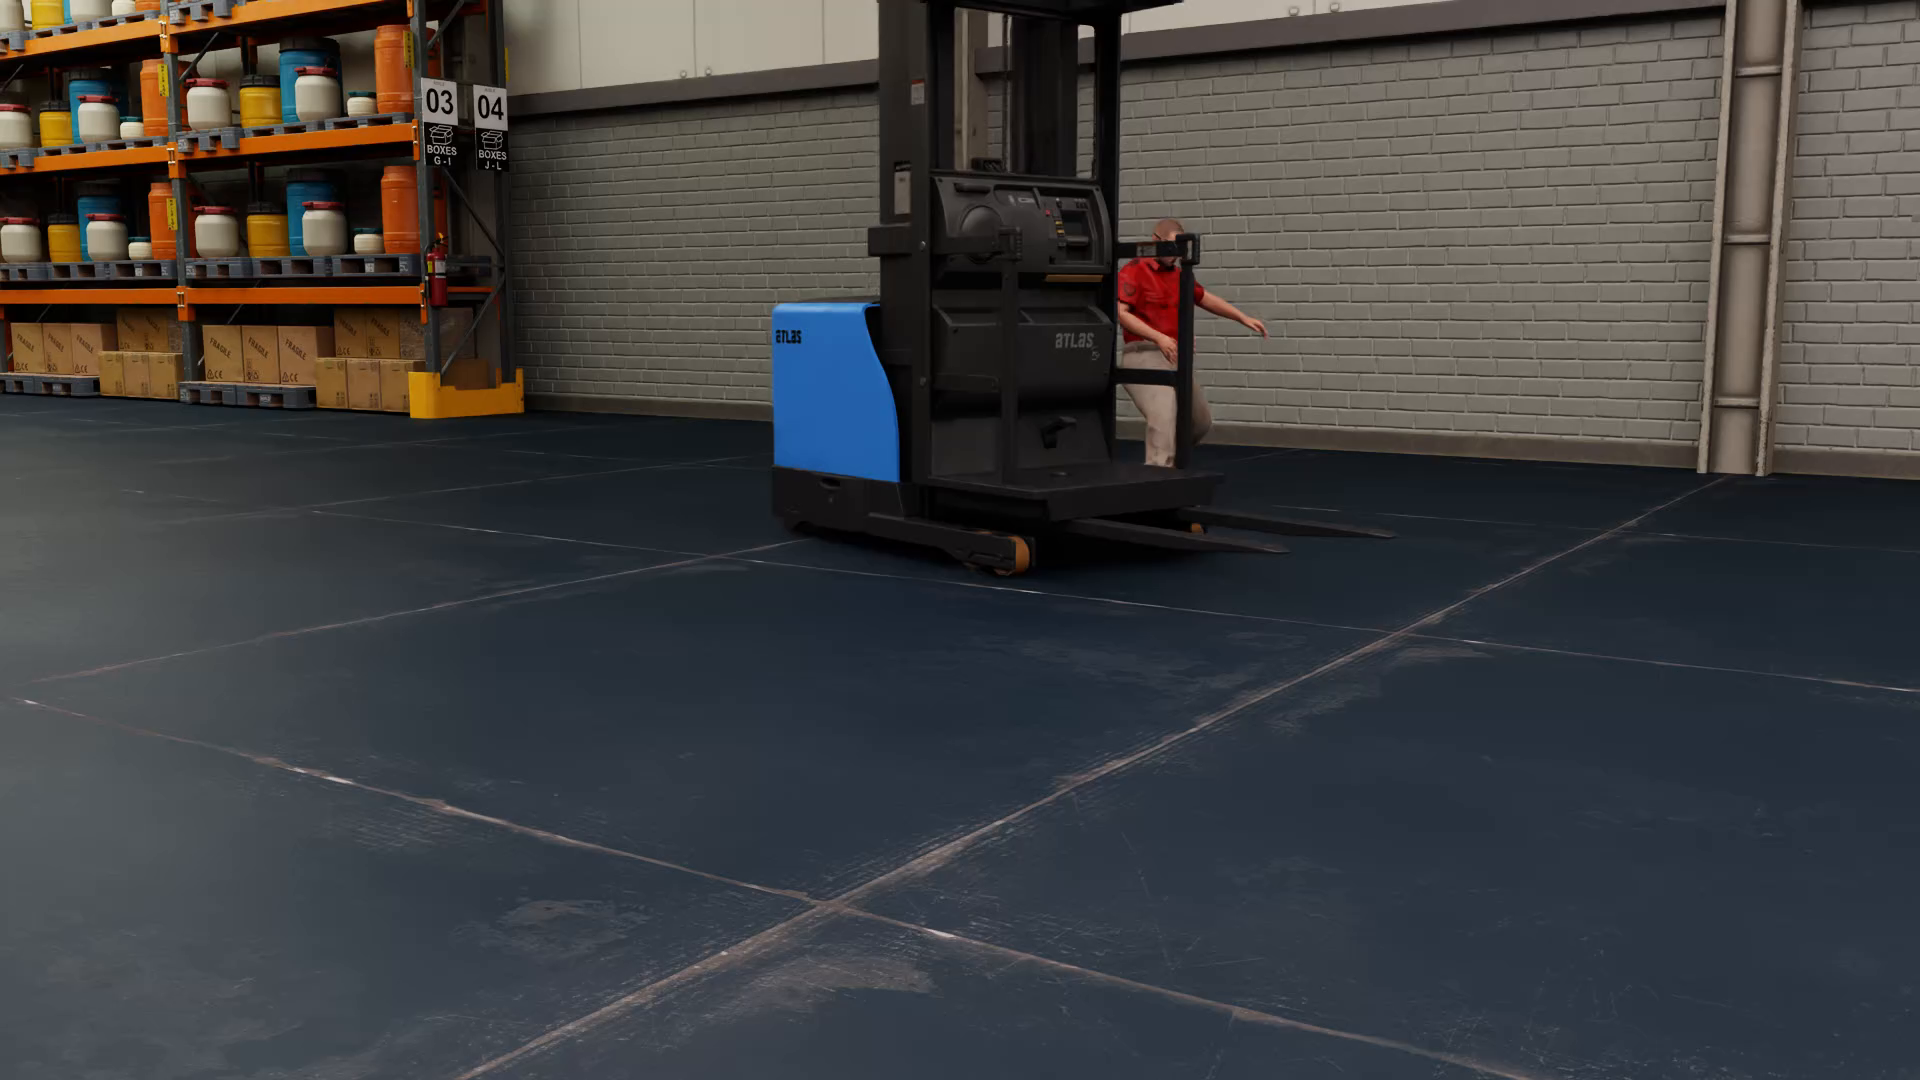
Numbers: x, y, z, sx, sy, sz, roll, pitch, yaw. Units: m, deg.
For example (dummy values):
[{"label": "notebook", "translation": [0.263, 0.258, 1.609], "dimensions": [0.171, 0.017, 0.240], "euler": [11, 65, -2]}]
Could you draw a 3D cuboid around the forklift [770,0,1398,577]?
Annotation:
[{"label": "forklift", "translation": [0.412, -1.383, 6.922], "dimensions": [1.130, 2.935, 3.031], "euler": [-6, 10, -38]}]

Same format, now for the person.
[{"label": "person", "translation": [1.229, -1.001, 9.261], "dimensions": [1.002, 1.548, 1.148], "euler": [8, 11, 43]}]
